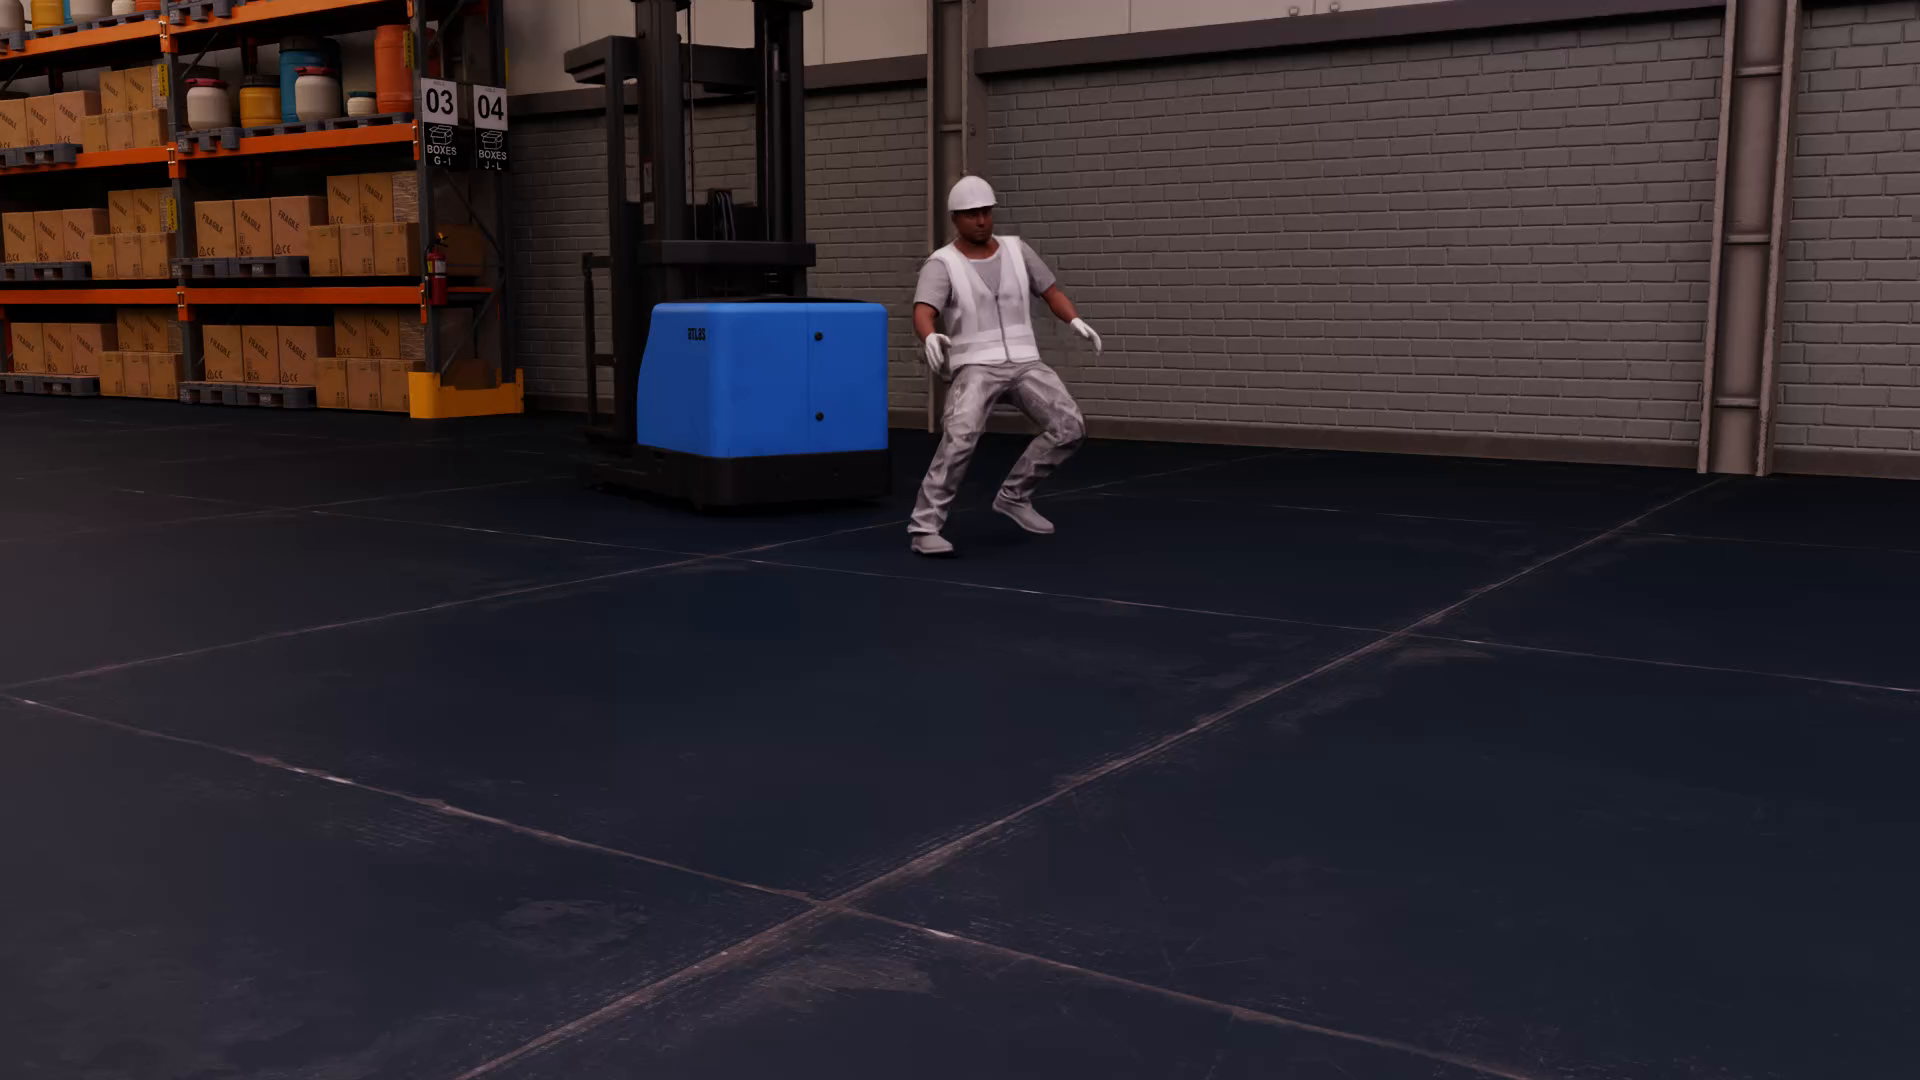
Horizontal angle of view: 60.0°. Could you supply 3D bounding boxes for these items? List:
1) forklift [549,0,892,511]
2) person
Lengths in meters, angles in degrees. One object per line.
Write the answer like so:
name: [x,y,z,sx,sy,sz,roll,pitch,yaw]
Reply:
forklift: [-1.583,-1.764,9.596,1.130,2.935,3.031,-5,10,-32]
person: [0.173,-0.770,7.262,0.872,1.627,0.713,-3,9,-21]
